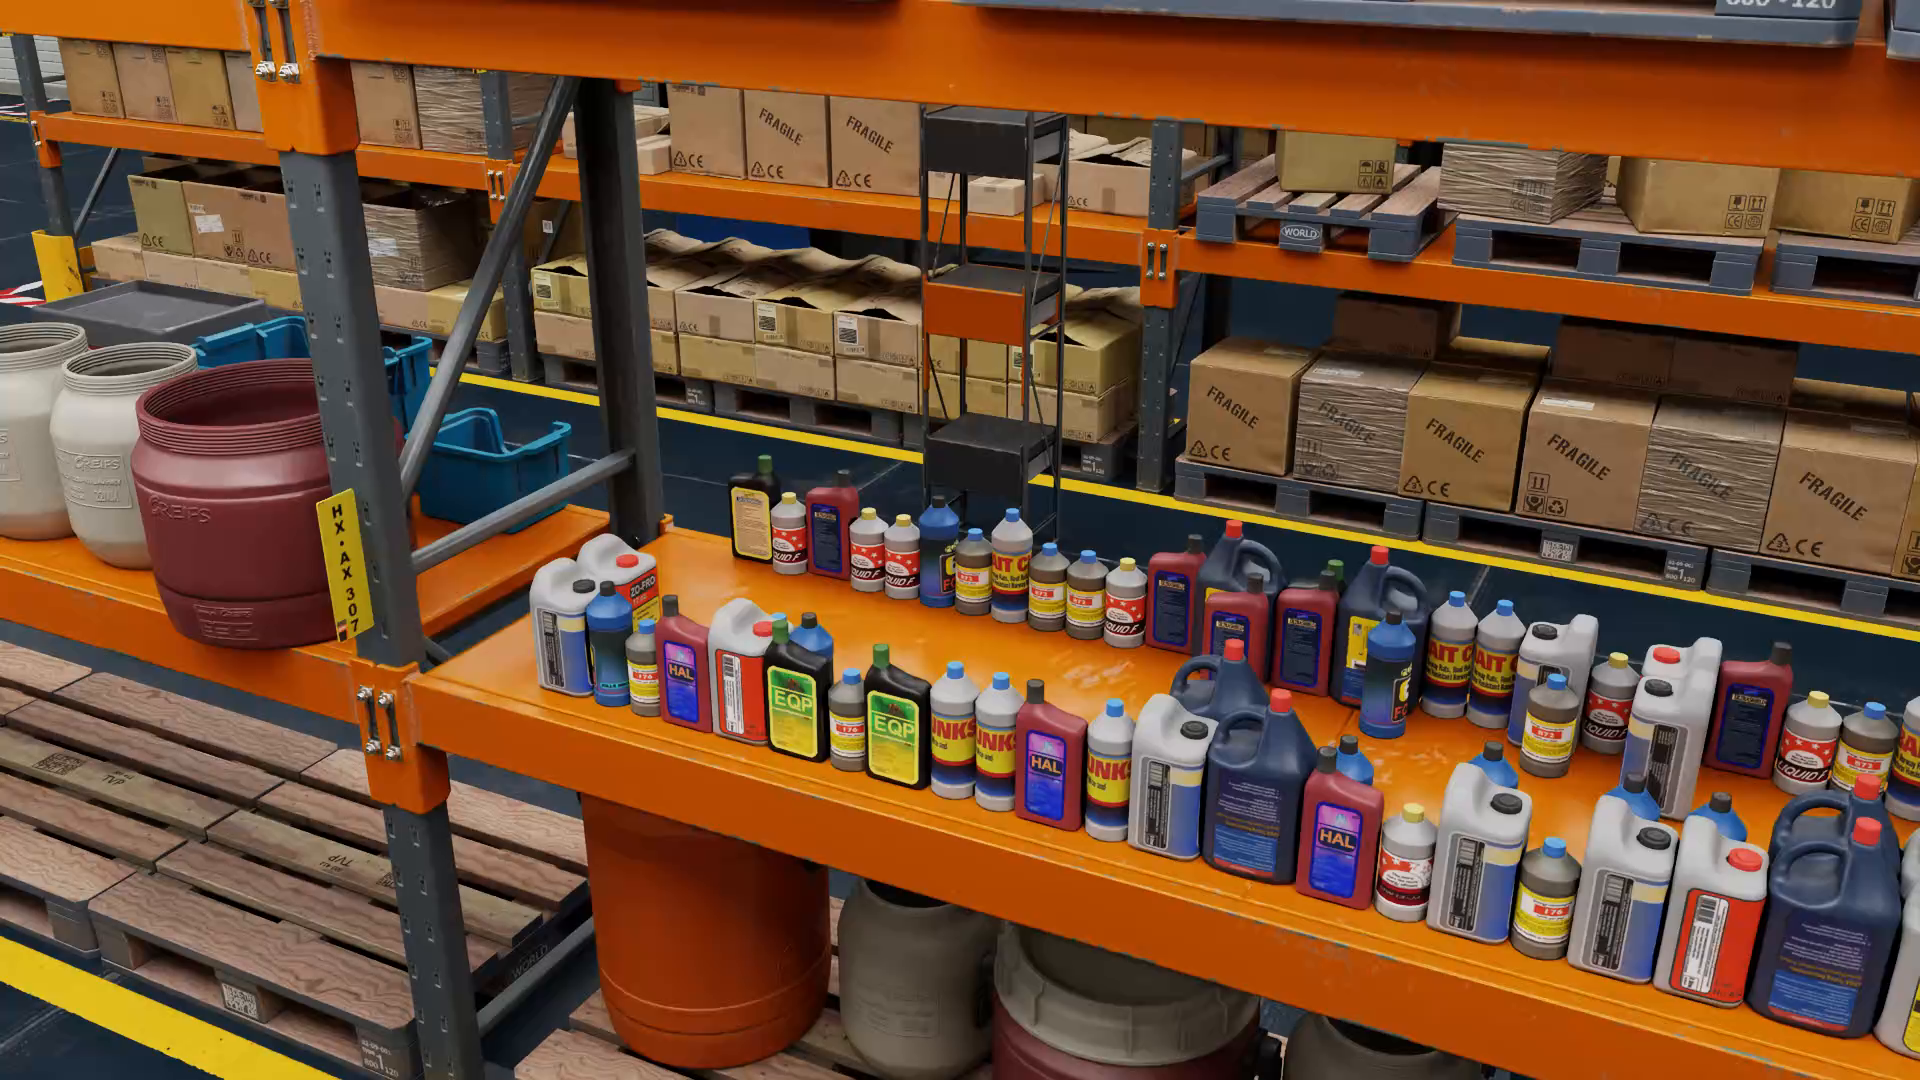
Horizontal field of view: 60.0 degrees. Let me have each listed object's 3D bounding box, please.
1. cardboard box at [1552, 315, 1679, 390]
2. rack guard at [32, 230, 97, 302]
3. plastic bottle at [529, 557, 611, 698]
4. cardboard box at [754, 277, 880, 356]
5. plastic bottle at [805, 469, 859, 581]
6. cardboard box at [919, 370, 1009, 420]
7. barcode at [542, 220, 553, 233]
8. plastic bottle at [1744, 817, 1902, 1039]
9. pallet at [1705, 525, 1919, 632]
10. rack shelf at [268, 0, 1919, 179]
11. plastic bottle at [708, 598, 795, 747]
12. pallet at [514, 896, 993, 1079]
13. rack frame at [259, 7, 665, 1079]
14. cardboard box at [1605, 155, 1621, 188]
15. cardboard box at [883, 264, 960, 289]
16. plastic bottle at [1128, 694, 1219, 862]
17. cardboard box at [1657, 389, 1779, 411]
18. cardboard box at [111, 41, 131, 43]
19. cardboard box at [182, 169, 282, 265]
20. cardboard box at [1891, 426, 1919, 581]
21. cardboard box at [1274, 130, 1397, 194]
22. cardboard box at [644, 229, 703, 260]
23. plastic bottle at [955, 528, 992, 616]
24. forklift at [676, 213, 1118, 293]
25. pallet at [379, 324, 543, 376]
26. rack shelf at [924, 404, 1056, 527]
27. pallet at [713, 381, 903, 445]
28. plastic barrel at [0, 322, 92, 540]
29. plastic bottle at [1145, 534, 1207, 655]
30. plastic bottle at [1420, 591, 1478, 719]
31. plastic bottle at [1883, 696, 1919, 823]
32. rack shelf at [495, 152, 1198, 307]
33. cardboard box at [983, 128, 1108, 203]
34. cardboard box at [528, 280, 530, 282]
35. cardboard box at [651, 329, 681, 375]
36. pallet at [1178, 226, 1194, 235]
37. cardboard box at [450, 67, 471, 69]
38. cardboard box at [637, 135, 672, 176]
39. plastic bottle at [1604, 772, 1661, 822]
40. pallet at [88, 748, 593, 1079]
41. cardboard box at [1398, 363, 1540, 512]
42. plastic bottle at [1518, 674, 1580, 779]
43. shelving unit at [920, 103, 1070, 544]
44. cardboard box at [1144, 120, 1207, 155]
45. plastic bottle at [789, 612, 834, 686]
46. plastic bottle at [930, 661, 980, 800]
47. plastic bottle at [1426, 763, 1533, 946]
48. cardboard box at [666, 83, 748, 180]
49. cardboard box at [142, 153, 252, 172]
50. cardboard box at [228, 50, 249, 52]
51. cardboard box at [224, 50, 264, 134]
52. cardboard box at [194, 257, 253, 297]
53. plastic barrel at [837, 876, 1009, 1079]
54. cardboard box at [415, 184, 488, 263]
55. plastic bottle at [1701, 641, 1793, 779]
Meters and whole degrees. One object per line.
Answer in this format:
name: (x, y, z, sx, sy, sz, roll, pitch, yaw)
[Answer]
cardboard box: (3.067, -0.917, 7.748, 0.500, 0.250, 0.500, 11, 25, 24)
rack guard: (-6.001, -2.058, 11.949, 0.348, 0.500, 1.175, 11, 25, 25)
plastic bottle: (-0.838, 0.185, 3.641, 0.135, 0.276, 0.152, 11, 25, 25)
cardboard box: (-0.781, -1.252, 9.122, 0.500, 0.311, 0.500, 12, 26, 26)
plastic bottle: (-0.319, -0.045, 4.171, 0.133, 0.283, 0.061, 11, 25, 25)
cardboard box: (0.119, -0.816, 8.814, 0.500, 0.250, 0.500, 11, 25, 24)
barcode: (-2.370, -1.801, 9.557, 0.075, 0.075, 0.001, 11, 25, 25)
plastic bottle: (1.358, 0.587, 2.601, 0.185, 0.351, 0.144, 11, 25, 25)
pallet: (3.986, 0.068, 7.320, 1.213, 0.211, 1.003, 11, 25, 25)
rack shelf: (0.706, -0.758, 2.785, 4.000, 0.370, 1.077, 11, 25, 25)
plastic bottle: (-0.425, 0.266, 3.449, 0.135, 0.276, 0.152, 11, 25, 25)
pallet: (-0.356, 1.346, 4.315, 1.213, 0.211, 1.003, 11, 25, 25)
rack frame: (-1.079, -0.062, 4.062, 0.127, 3.000, 1.000, 11, 25, 25)
cardboard box: (4.767, -2.393, 11.755, 0.750, 0.750, 0.750, 11, 25, 24)
cardboard box: (-0.102, -1.353, 9.358, 0.500, 0.311, 0.500, 10, 25, 23)
plastic bottle: (0.399, 0.430, 3.065, 0.135, 0.276, 0.152, 11, 25, 25)
cardboard box: (3.484, -0.488, 7.698, 0.500, 0.500, 0.500, 12, 26, 25)
cardboard box: (-5.268, -3.313, 10.752, 0.250, 0.149, 0.380, 11, 26, 25)
cardboard box: (-4.702, -2.133, 10.951, 0.500, 0.500, 0.500, 11, 25, 25)
cardboard box: (4.160, -0.124, 6.840, 0.500, 0.500, 0.500, 11, 25, 24)
cardboard box: (1.773, -1.958, 7.858, 0.500, 0.500, 0.700, 3, 23, 7)
cardboard box: (-1.919, -1.712, 10.203, 0.500, 0.311, 0.500, 11, 25, 25)
plastic bottle: (0.036, 0.071, 4.003, 0.097, 0.201, 0.097, 0, 23, 0)
forklift: (-0.438, -3.099, 11.292, 3.031, 2.935, 1.130, 7, 24, 17)
pallet: (-3.101, -1.369, 10.700, 1.213, 0.211, 1.003, 11, 25, 25)
rack shelf: (0.148, -0.280, 7.550, 0.480, 0.518, 0.431, 11, 25, 25)
pallet: (-0.642, -0.883, 9.556, 1.213, 0.211, 1.003, 11, 25, 25)
plastic barrel: (-2.469, -0.295, 4.467, 0.421, 0.512, 0.421, 0, 23, 0)
plastic bottle: (0.495, 0.116, 3.793, 0.133, 0.283, 0.061, 11, 25, 25)
plastic bottle: (1.039, 0.237, 3.523, 0.097, 0.271, 0.097, 0, 23, 0)
plastic bottle: (1.832, 0.394, 3.154, 0.097, 0.271, 0.097, 0, 23, 0)
rack shelf: (-0.625, -1.813, 9.100, 4.000, 0.370, 1.077, 11, 25, 25)
cardboard box: (0.449, -1.976, 8.676, 0.500, 0.311, 0.500, 11, 25, 24)
cardboard box: (-2.687, -1.613, 10.687, 0.500, 0.250, 0.500, 11, 25, 25)
cardboard box: (-1.706, -1.177, 9.661, 0.500, 0.250, 0.500, 12, 26, 26)
pallet: (1.610, -2.593, 13.577, 1.213, 0.211, 1.003, 11, 25, 25)
cardboard box: (-2.749, -2.815, 9.580, 0.250, 0.149, 0.380, 11, 25, 24)
cardboard box: (-1.711, -2.154, 9.303, 0.250, 0.149, 0.380, 11, 25, 25)
plastic bottle: (1.137, 0.523, 2.852, 0.097, 0.271, 0.097, 0, 23, 0)
pallet: (-1.752, 1.071, 4.961, 1.213, 0.211, 1.003, 11, 25, 25)
cardboard box: (2.352, -0.482, 7.683, 0.500, 0.500, 0.500, 11, 25, 24)
plastic bottle: (1.177, 0.364, 3.316, 0.097, 0.201, 0.097, 0, 23, 0)
shelving unit: (0.148, -0.937, 7.270, 0.503, 2.100, 0.431, 11, 25, 25)
cardboard box: (1.784, -3.239, 13.208, 0.500, 0.250, 0.500, 11, 25, 24)
plastic bottle: (-0.307, 0.277, 3.429, 0.097, 0.271, 0.097, 0, 23, 0)
plastic bottle: (-0.009, 0.363, 3.228, 0.097, 0.271, 0.097, 0, 23, 0)
plastic bottle: (0.890, 0.527, 2.837, 0.135, 0.276, 0.152, 11, 25, 25)
cardboard box: (-1.262, -2.309, 9.219, 0.500, 0.500, 0.500, 13, 26, 28)
cardboard box: (-5.367, -2.486, 11.781, 0.500, 0.500, 0.500, 11, 25, 25)
cardboard box: (-4.355, -3.132, 10.325, 0.250, 0.149, 0.380, 11, 26, 25)
cardboard box: (-4.186, -2.890, 10.586, 0.500, 0.500, 0.700, 12, 26, 26)
cardboard box: (-4.708, -1.784, 11.088, 0.500, 0.250, 0.500, 11, 25, 25)
plastic barrel: (-0.090, 1.039, 4.117, 0.421, 0.512, 0.421, 0, 23, 0)
cardboard box: (-3.132, -2.047, 10.749, 0.500, 0.500, 0.500, 11, 25, 25)
plastic bottle: (1.564, 0.328, 3.295, 0.133, 0.283, 0.061, 11, 25, 25)
